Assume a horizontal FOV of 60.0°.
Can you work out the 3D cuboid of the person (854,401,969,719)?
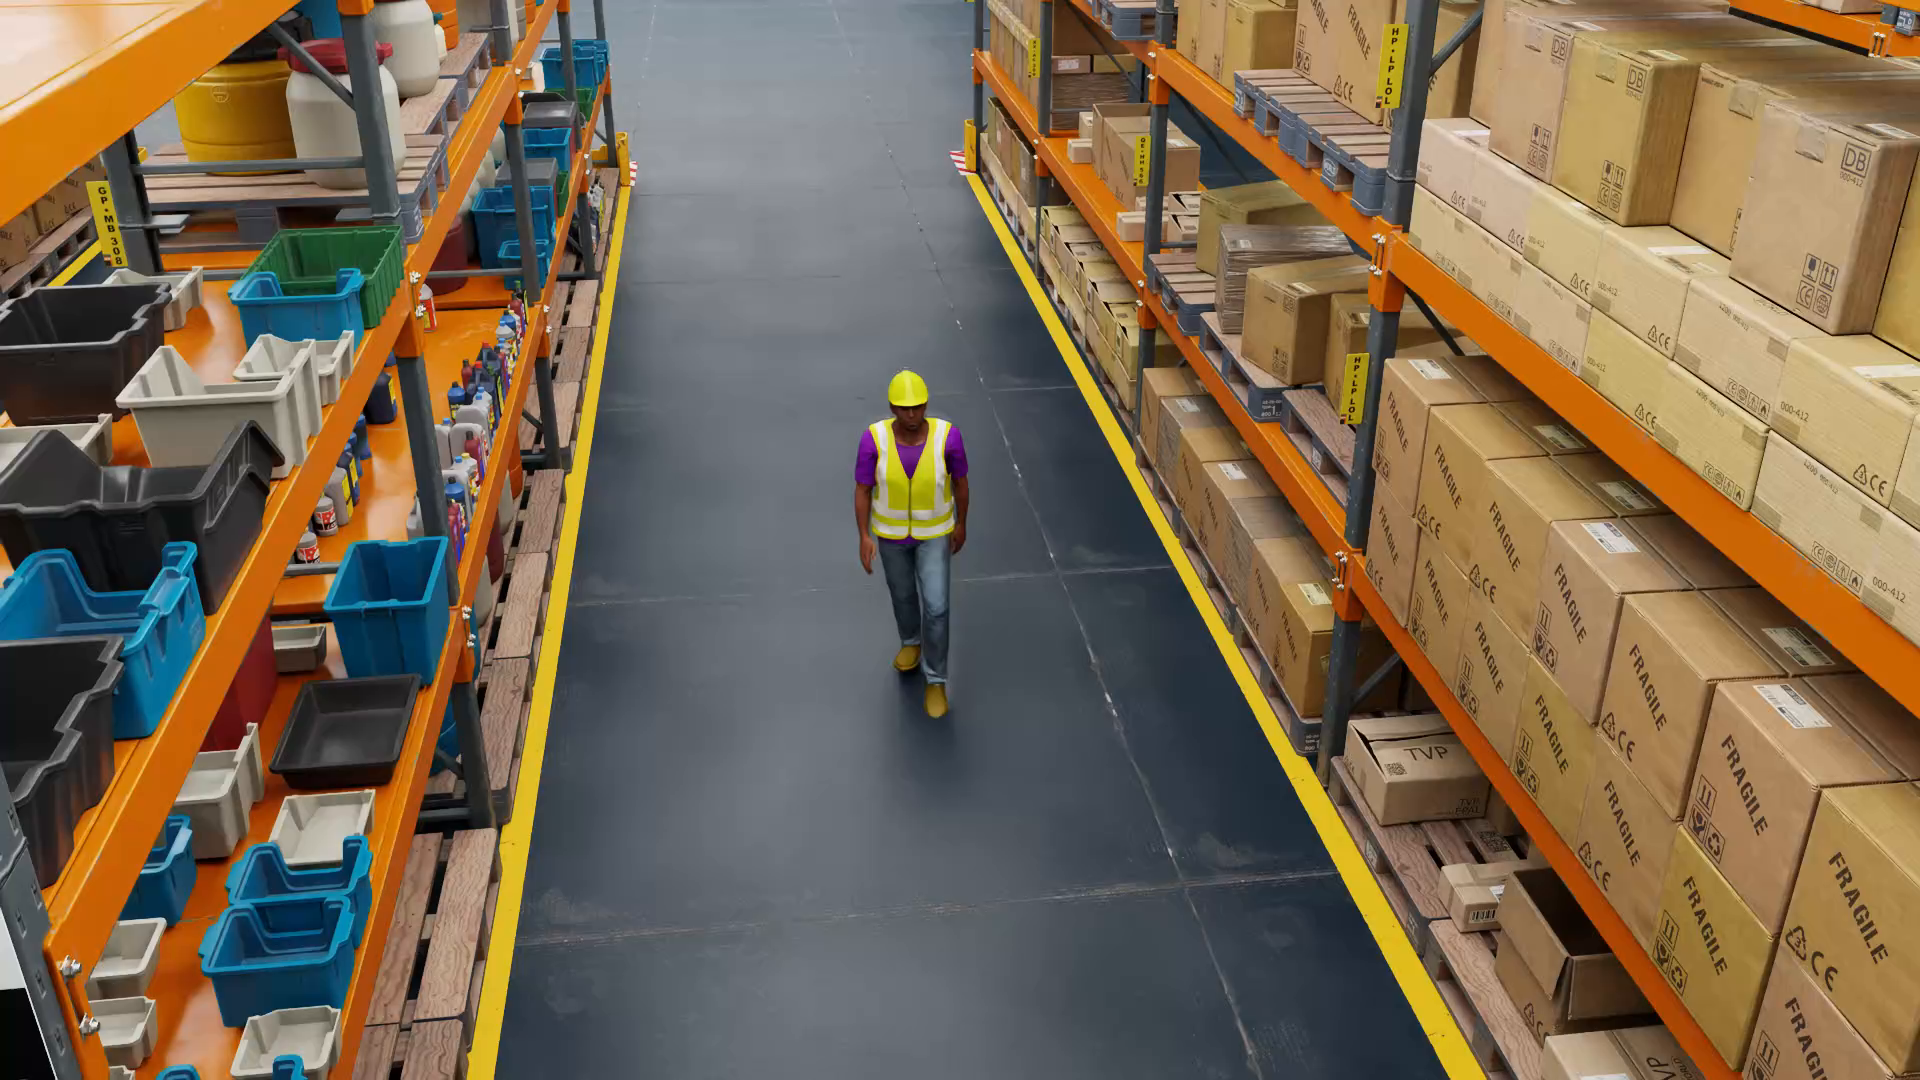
[{"bbox_3d":[-0.252,0.016,8.622,0.583,1.779,0.692,2,27,3],"label":"person"}]
